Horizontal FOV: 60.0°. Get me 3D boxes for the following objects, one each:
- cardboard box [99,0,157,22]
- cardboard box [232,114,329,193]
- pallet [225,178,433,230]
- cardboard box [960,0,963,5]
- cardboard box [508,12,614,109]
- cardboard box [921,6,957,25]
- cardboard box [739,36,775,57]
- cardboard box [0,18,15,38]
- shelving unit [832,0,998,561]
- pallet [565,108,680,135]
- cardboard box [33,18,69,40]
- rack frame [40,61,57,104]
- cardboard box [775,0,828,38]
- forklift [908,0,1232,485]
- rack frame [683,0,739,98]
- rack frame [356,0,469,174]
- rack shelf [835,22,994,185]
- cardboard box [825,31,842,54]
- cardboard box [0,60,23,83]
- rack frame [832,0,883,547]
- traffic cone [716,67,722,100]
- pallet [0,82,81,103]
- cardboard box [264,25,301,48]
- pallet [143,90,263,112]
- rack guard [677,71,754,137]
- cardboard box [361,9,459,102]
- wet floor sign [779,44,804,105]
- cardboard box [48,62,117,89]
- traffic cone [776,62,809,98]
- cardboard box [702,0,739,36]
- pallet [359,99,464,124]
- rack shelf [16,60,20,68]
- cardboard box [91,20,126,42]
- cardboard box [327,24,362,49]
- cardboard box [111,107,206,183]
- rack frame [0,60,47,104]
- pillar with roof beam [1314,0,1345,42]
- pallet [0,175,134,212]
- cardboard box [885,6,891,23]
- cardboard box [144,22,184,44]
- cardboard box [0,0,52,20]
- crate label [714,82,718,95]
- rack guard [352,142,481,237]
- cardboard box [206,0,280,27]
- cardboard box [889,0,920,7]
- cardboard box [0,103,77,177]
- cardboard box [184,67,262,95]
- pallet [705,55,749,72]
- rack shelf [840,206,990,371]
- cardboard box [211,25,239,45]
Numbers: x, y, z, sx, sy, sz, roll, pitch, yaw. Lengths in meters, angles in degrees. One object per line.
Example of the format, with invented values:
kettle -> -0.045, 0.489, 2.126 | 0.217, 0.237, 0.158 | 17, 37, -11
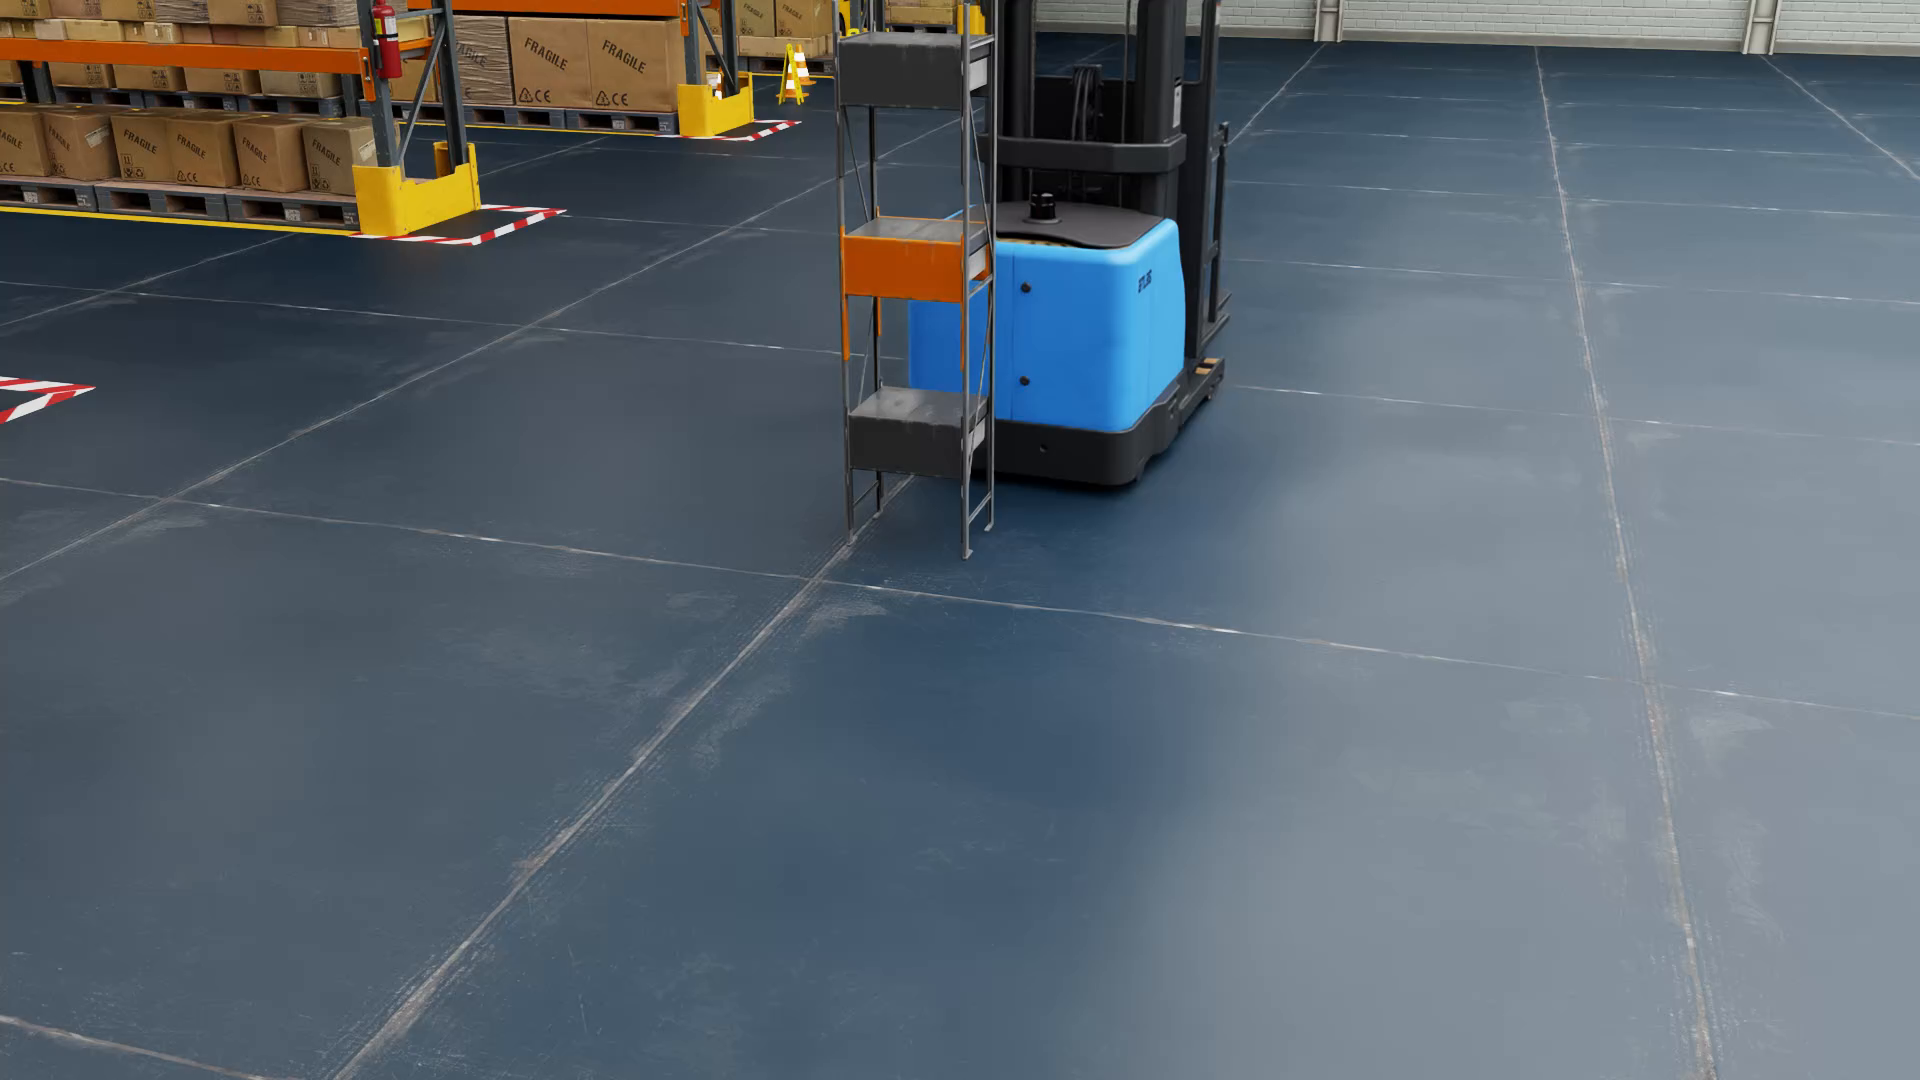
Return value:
cardboard box -> -6.013, -4.224, 12.590 | 0.500, 0.500, 0.875 | 7, 23, 16
cardboard box -> -5.215, -2.994, 12.857 | 0.500, 0.500, 0.500 | 13, 26, 29
pallet -> -4.880, -2.649, 12.949 | 1.213, 0.211, 1.003 | 7, 23, 16
cardboard box -> -0.137, -8.514, 25.984 | 0.500, 0.250, 0.500 | 7, 23, 16
cardboard box -> -4.021, -4.977, 17.197 | 0.875, 0.875, 0.875 | 6, 23, 15
cardboard box -> -0.288, -8.092, 25.615 | 0.500, 0.250, 0.500 | 7, 23, 16
cardboard box -> -2.522, -6.402, 21.494 | 0.500, 0.250, 0.500 | 7, 23, 16
cardboard box -> -7.267, -3.969, 12.823 | 0.250, 0.149, 0.380 | 7, 23, 16
shelving unit -> -0.158, -0.990, 6.416 | 0.503, 2.100, 0.431 | 7, 23, 16
pallet -> -3.298, -4.389, 17.191 | 1.213, 0.211, 1.003 | 7, 23, 15
cardboard box -> -6.798, -3.902, 12.662 | 0.250, 0.149, 0.380 | 7, 23, 16
rack frame -> -10.169, -6.497, 18.656 | 0.127, 3.000, 1.000 | 7, 23, 16
cardboard box -> -2.019, -6.691, 21.212 | 0.500, 0.500, 0.500 | 7, 23, 16
forklift -> 0.746, -2.120, 8.076 | 1.130, 2.935, 3.031 | 8, 24, 19
rack frame -> -2.510, -5.620, 16.518 | 0.127, 3.000, 1.000 | 7, 23, 16
rack frame -> -4.039, -3.829, 12.151 | 0.127, 3.000, 1.000 | 7, 23, 16
rack shelf -> -0.158, -1.625, 6.155 | 0.480, 0.518, 0.431 | 7, 23, 16
cardboard box -> -1.869, -6.540, 21.832 | 0.500, 0.250, 0.500 | 6, 23, 15
cardboard box -> -10.875, -5.512, 18.995 | 0.500, 0.500, 0.500 | 6, 23, 15
rack frame -> -0.392, -1.016, 6.481 | 0.015, 2.100, 0.400 | 7, 23, 16
traffic cone -> -2.608, -5.020, 18.399 | 0.334, 0.463, 0.336 | 7, 23, 16
pallet -> -10.917, -5.293, 19.395 | 1.213, 0.211, 1.003 | 7, 23, 16
cardboard box -> -4.865, -3.705, 12.181 | 0.250, 0.149, 0.380 | 7, 23, 16
pallet -> -8.272, -4.958, 18.580 | 1.213, 0.211, 1.003 | 7, 23, 16
rack guard -> -2.487, -4.461, 16.986 | 0.348, 0.500, 1.175 | 7, 23, 16
cardboard box -> -5.758, -5.175, 17.680 | 0.875, 0.875, 0.875 | 7, 23, 16
wet floor sign -> -1.910, -5.247, 18.710 | 0.232, 0.644, 0.267 | 3, 22, 6
cardboard box -> -9.612, -5.551, 18.760 | 0.750, 0.750, 1.050 | 6, 23, 15
traffic cone -> -1.956, -5.393, 19.309 | 0.334, 0.463, 0.336 | 7, 23, 16
cardboard box -> -3.001, -6.805, 21.490 | 0.500, 0.500, 0.500 | 6, 23, 14
pallet -> -5.634, -4.656, 17.843 | 1.213, 0.211, 1.003 | 7, 23, 15
rack shelf -> -9.784, -4.154, 13.891 | 4.000, 0.370, 1.077 | 7, 23, 16
cardboard box -> -6.310, -3.858, 12.555 | 0.250, 0.149, 0.380 | 7, 23, 16
cardboard box -> -4.372, -3.669, 12.092 | 0.250, 0.149, 0.380 | 7, 23, 16
cardboard box -> -6.330, -3.147, 13.230 | 0.500, 0.500, 0.500 | 4, 23, 11
rack frame -> -7.869, -4.267, 13.220 | 0.127, 3.000, 1.000 | 7, 23, 16
pillar with roof beam -> 4.348, -10.191, 19.756 | 0.400, 9.000, 9.100 | 7, 23, 16
pallet -> -7.216, -2.916, 13.601 | 1.213, 0.211, 1.003 | 7, 23, 16
cardboard box -> -1.237, -8.208, 25.898 | 0.500, 0.250, 0.500 | 7, 23, 16
cardboard box -> -5.838, -3.795, 12.400 | 0.250, 0.149, 0.380 | 7, 23, 16
cardboard box -> -6.988, -4.312, 12.805 | 0.500, 0.500, 0.875 | 7, 23, 16
crate label -> -2.727, -5.306, 19.526 | 0.298, 0.136, 0.250 | -5, 23, -12
rack guard -> -4.112, -2.680, 12.646 | 0.348, 0.500, 1.175 | 7, 23, 16
cardboard box -> -5.071, -4.094, 12.275 | 0.500, 0.500, 0.875 | 7, 23, 16
cardboard box -> -0.780, -8.385, 25.671 | 0.500, 0.250, 0.500 | 6, 23, 15
cardboard box -> -7.498, -3.247, 13.473 | 0.500, 0.500, 0.500 | 6, 23, 14
cardboard box -> -7.882, -5.354, 18.281 | 0.750, 0.750, 1.050 | 7, 23, 15
pallet -> -3.181, -6.384, 22.055 | 1.213, 0.211, 1.003 | 7, 23, 16
rack shelf -> -0.158, -0.977, 6.421 | 0.480, 0.518, 0.431 | 7, 23, 16
cardboard box -> -5.328, -3.780, 12.365 | 0.250, 0.149, 0.380 | 7, 23, 16
